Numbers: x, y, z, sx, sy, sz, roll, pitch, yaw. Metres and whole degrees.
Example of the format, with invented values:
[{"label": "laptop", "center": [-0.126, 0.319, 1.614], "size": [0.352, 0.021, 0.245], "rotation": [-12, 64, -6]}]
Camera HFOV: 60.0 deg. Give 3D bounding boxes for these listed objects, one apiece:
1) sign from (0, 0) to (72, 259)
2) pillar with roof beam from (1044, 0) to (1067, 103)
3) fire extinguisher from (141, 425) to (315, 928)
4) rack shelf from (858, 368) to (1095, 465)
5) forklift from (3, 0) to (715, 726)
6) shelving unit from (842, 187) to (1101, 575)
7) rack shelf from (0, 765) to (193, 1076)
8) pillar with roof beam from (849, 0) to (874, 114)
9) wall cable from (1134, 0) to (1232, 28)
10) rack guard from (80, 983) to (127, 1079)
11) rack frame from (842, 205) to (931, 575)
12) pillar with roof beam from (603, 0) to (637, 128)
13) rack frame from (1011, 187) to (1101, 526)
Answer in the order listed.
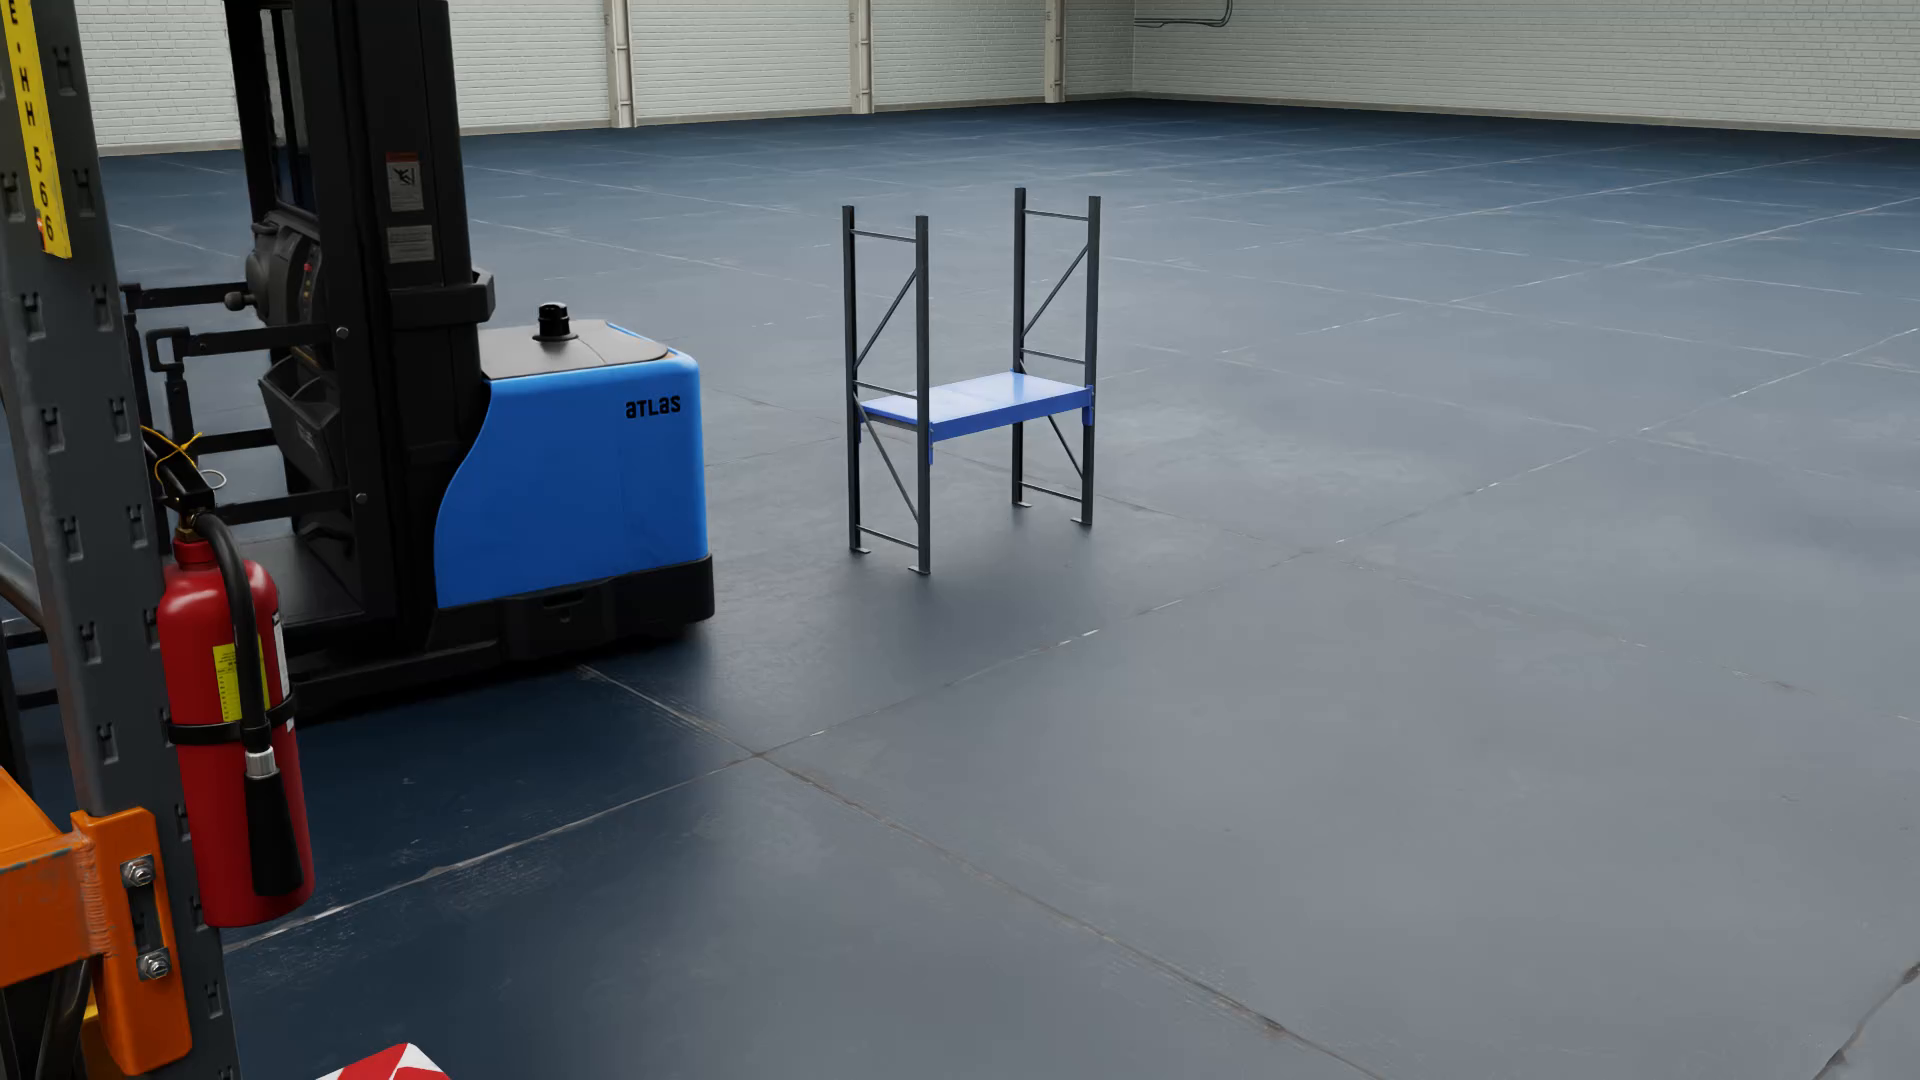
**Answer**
[{"label": "sign", "center": [-1.025, -0.478, 1.835], "size": [0.005, 0.325, 0.100], "rotation": [-16, 24, -41]}, {"label": "pillar with roof beam", "center": [5.219, -13.793, 35.435], "size": [0.400, 9.000, 9.100], "rotation": [-16, 24, -41]}, {"label": "fire extinguisher", "center": [-0.982, 0.177, 2.202], "size": [0.183, 0.674, 0.296], "rotation": [-16, 24, -41]}, {"label": "rack shelf", "center": [0.062, -0.560, 7.365], "size": [1.000, 0.185, 0.538], "rotation": [-16, 24, -41]}, {"label": "forklift", "center": [-2.457, -0.916, 5.558], "size": [3.031, 2.935, 1.130], "rotation": [-11, 21, -31]}, {"label": "shelving unit", "center": [0.062, -0.732, 7.309], "size": [1.048, 1.500, 0.538], "rotation": [-16, 24, -41]}, {"label": "rack shelf", "center": [-2.840, 0.827, 1.238], "size": [4.000, 0.370, 1.077], "rotation": [-16, 24, -41]}, {"label": "pillar with roof beam", "center": [0.859, -12.521, 31.514], "size": [0.400, 9.000, 9.100], "rotation": [-16, 24, -41]}, {"label": "wall cable", "center": [5.310, -13.608, 39.901], "size": [0.112, 2.526, 3.097], "rotation": [-16, 24, -41]}, {"label": "rack guard", "center": [-1.370, 1.245, 2.835], "size": [0.348, 0.500, 1.175], "rotation": [-16, 24, -41]}, {"label": "rack frame", "center": [-0.307, -0.624, 6.977], "size": [0.032, 1.500, 0.500], "rotation": [-16, 24, -41]}, {"label": "pillar with roof beam", "center": [-3.501, -11.250, 27.593], "size": [0.400, 9.000, 9.100], "rotation": [-16, 24, -41]}, {"label": "rack frame", "center": [0.431, -0.839, 7.641], "size": [0.032, 1.500, 0.500], "rotation": [-16, 24, -41]}]
